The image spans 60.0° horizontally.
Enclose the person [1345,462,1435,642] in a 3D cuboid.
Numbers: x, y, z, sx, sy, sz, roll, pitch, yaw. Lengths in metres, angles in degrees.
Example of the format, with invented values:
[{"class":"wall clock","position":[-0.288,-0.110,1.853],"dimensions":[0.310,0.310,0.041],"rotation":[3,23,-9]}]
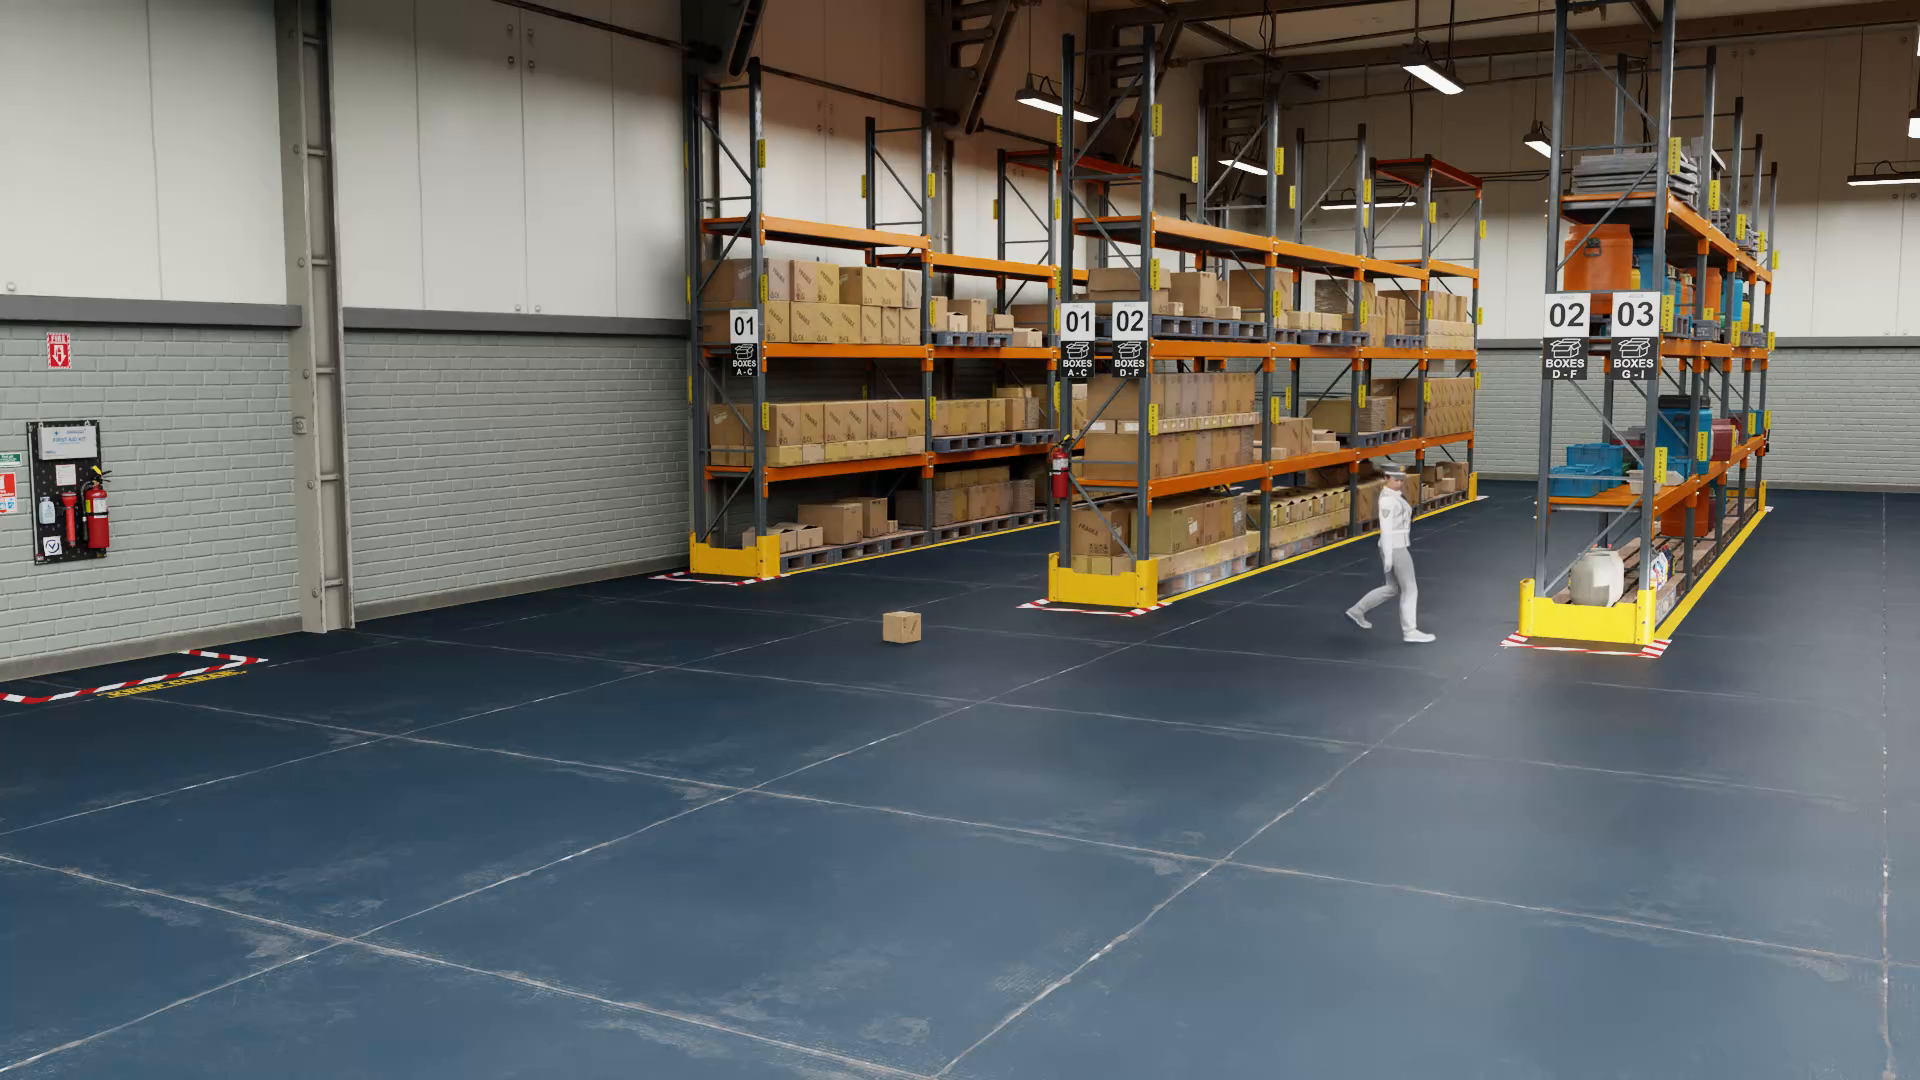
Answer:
[{"class":"person","position":[3.979,0.100,15.319],"dimensions":[0.811,1.637,0.506],"rotation":[1,6,13]}]
